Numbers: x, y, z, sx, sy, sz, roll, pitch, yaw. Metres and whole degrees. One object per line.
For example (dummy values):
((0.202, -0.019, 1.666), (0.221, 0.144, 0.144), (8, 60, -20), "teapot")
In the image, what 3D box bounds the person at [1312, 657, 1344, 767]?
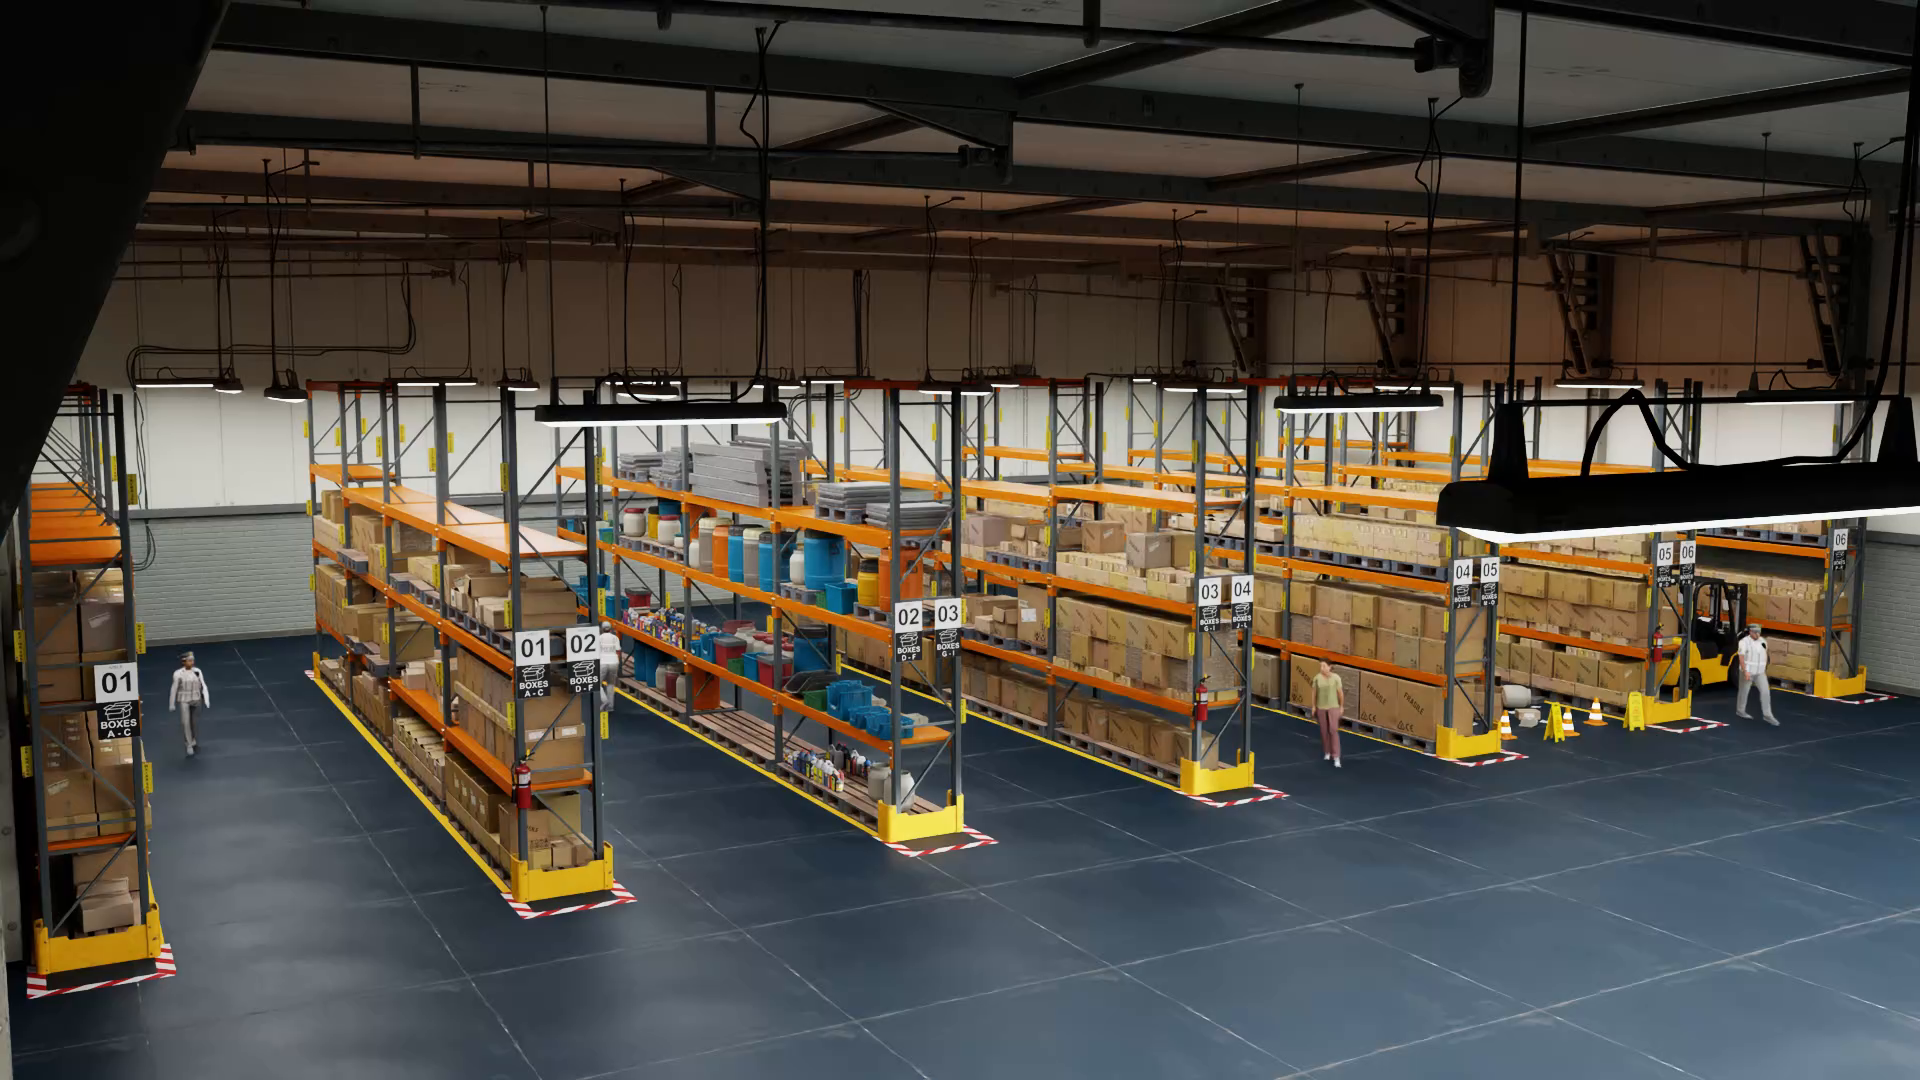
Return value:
((5.840, 2.700, 26.389), (0.560, 1.670, 0.670), (3, 7, 25), "person")

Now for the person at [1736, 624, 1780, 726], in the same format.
((14.067, 2.339, 29.387), (0.590, 1.734, 0.841), (0, 6, 0), "person")

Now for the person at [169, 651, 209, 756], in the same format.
((-12.529, 2.619, 27.051), (0.570, 1.620, 1.006), (-5, 8, -38), "person")

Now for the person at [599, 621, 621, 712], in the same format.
((-6.405, 2.314, 30.196), (0.554, 1.638, 0.688), (-3, 7, -30), "person")
